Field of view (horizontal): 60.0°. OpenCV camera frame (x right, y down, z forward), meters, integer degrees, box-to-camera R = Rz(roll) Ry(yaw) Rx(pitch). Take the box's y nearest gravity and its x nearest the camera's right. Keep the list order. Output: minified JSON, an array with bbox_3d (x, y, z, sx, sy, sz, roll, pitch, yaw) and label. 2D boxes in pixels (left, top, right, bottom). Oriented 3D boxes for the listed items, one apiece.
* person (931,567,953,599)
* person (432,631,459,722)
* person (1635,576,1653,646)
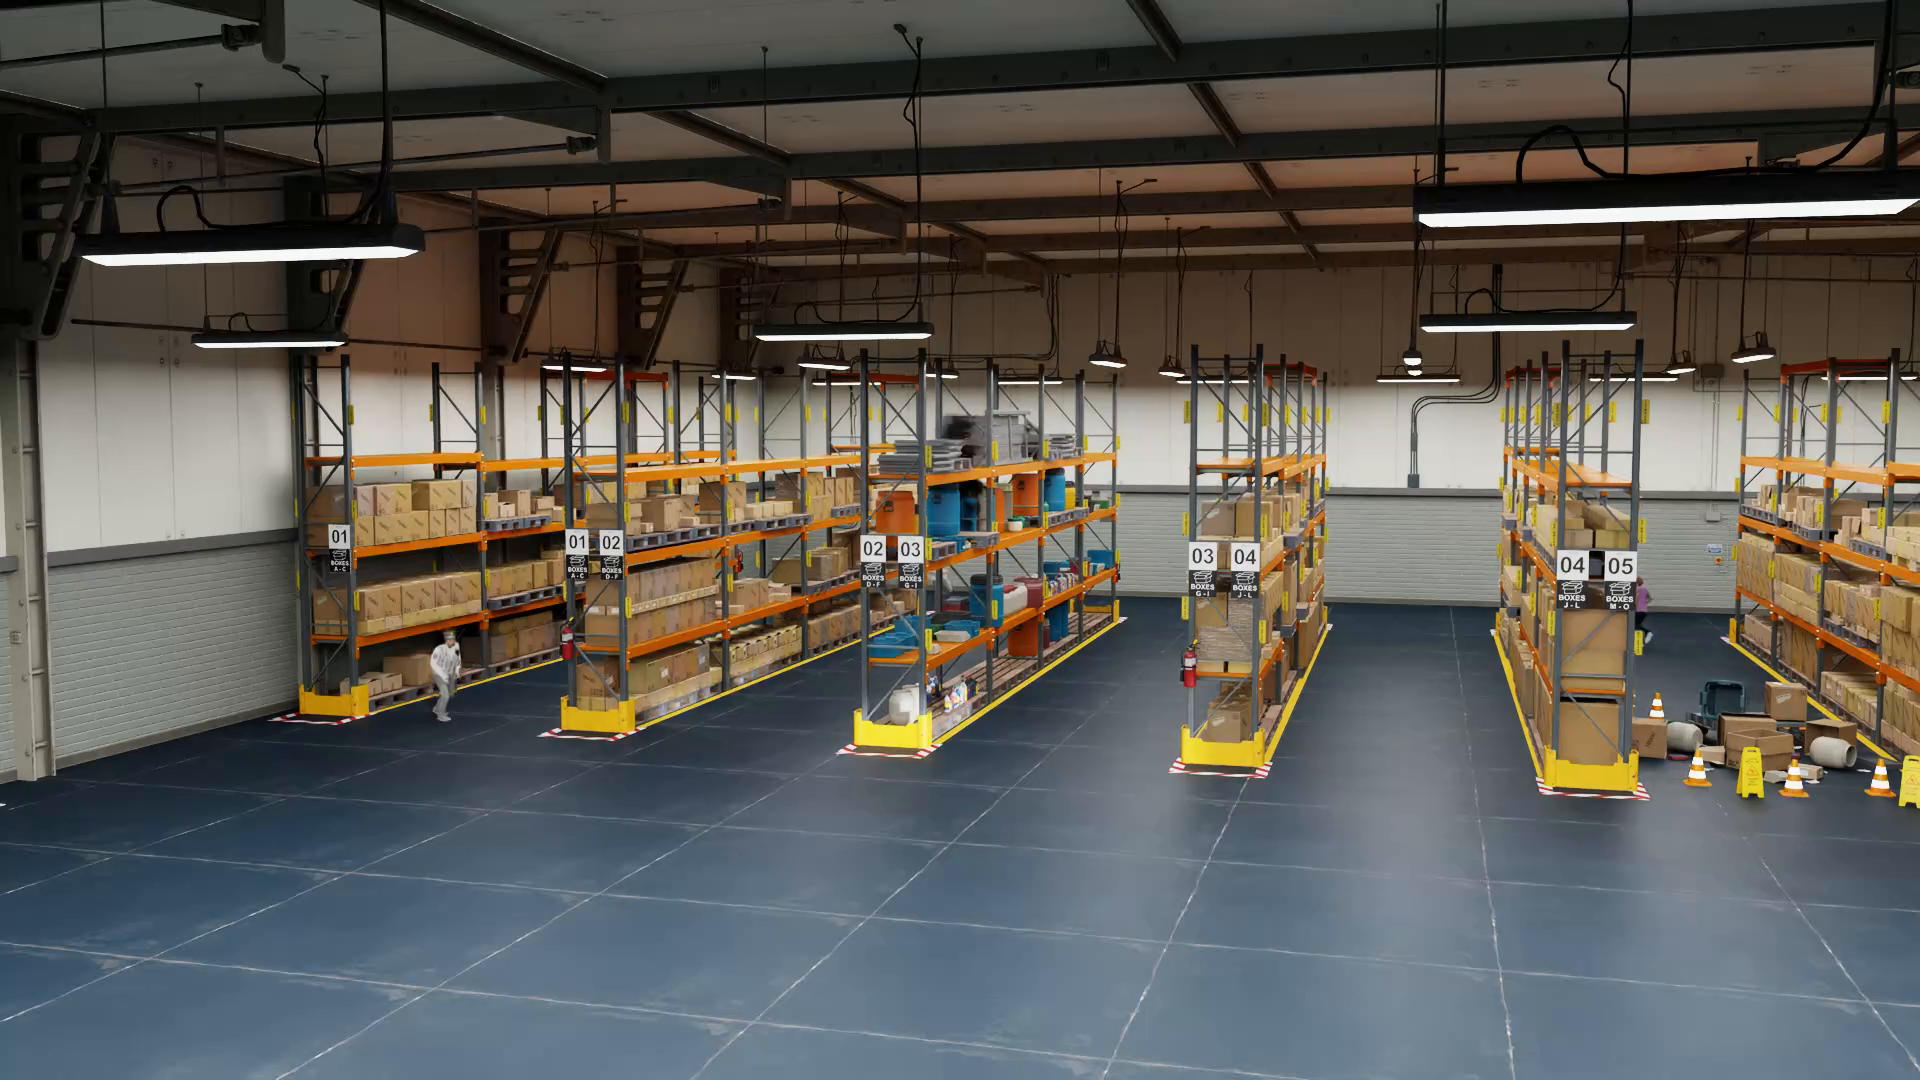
[{"bbox_3d":[-0.504,0.950,42.652,0.560,1.673,0.655,4,6,40],"label":"person"},{"bbox_3d":[-8.428,2.205,27.207,0.828,1.516,0.535,3,5,31],"label":"person"},{"bbox_3d":[14.737,1.550,35.976,0.539,1.526,0.585,-1,4,-16],"label":"person"}]
